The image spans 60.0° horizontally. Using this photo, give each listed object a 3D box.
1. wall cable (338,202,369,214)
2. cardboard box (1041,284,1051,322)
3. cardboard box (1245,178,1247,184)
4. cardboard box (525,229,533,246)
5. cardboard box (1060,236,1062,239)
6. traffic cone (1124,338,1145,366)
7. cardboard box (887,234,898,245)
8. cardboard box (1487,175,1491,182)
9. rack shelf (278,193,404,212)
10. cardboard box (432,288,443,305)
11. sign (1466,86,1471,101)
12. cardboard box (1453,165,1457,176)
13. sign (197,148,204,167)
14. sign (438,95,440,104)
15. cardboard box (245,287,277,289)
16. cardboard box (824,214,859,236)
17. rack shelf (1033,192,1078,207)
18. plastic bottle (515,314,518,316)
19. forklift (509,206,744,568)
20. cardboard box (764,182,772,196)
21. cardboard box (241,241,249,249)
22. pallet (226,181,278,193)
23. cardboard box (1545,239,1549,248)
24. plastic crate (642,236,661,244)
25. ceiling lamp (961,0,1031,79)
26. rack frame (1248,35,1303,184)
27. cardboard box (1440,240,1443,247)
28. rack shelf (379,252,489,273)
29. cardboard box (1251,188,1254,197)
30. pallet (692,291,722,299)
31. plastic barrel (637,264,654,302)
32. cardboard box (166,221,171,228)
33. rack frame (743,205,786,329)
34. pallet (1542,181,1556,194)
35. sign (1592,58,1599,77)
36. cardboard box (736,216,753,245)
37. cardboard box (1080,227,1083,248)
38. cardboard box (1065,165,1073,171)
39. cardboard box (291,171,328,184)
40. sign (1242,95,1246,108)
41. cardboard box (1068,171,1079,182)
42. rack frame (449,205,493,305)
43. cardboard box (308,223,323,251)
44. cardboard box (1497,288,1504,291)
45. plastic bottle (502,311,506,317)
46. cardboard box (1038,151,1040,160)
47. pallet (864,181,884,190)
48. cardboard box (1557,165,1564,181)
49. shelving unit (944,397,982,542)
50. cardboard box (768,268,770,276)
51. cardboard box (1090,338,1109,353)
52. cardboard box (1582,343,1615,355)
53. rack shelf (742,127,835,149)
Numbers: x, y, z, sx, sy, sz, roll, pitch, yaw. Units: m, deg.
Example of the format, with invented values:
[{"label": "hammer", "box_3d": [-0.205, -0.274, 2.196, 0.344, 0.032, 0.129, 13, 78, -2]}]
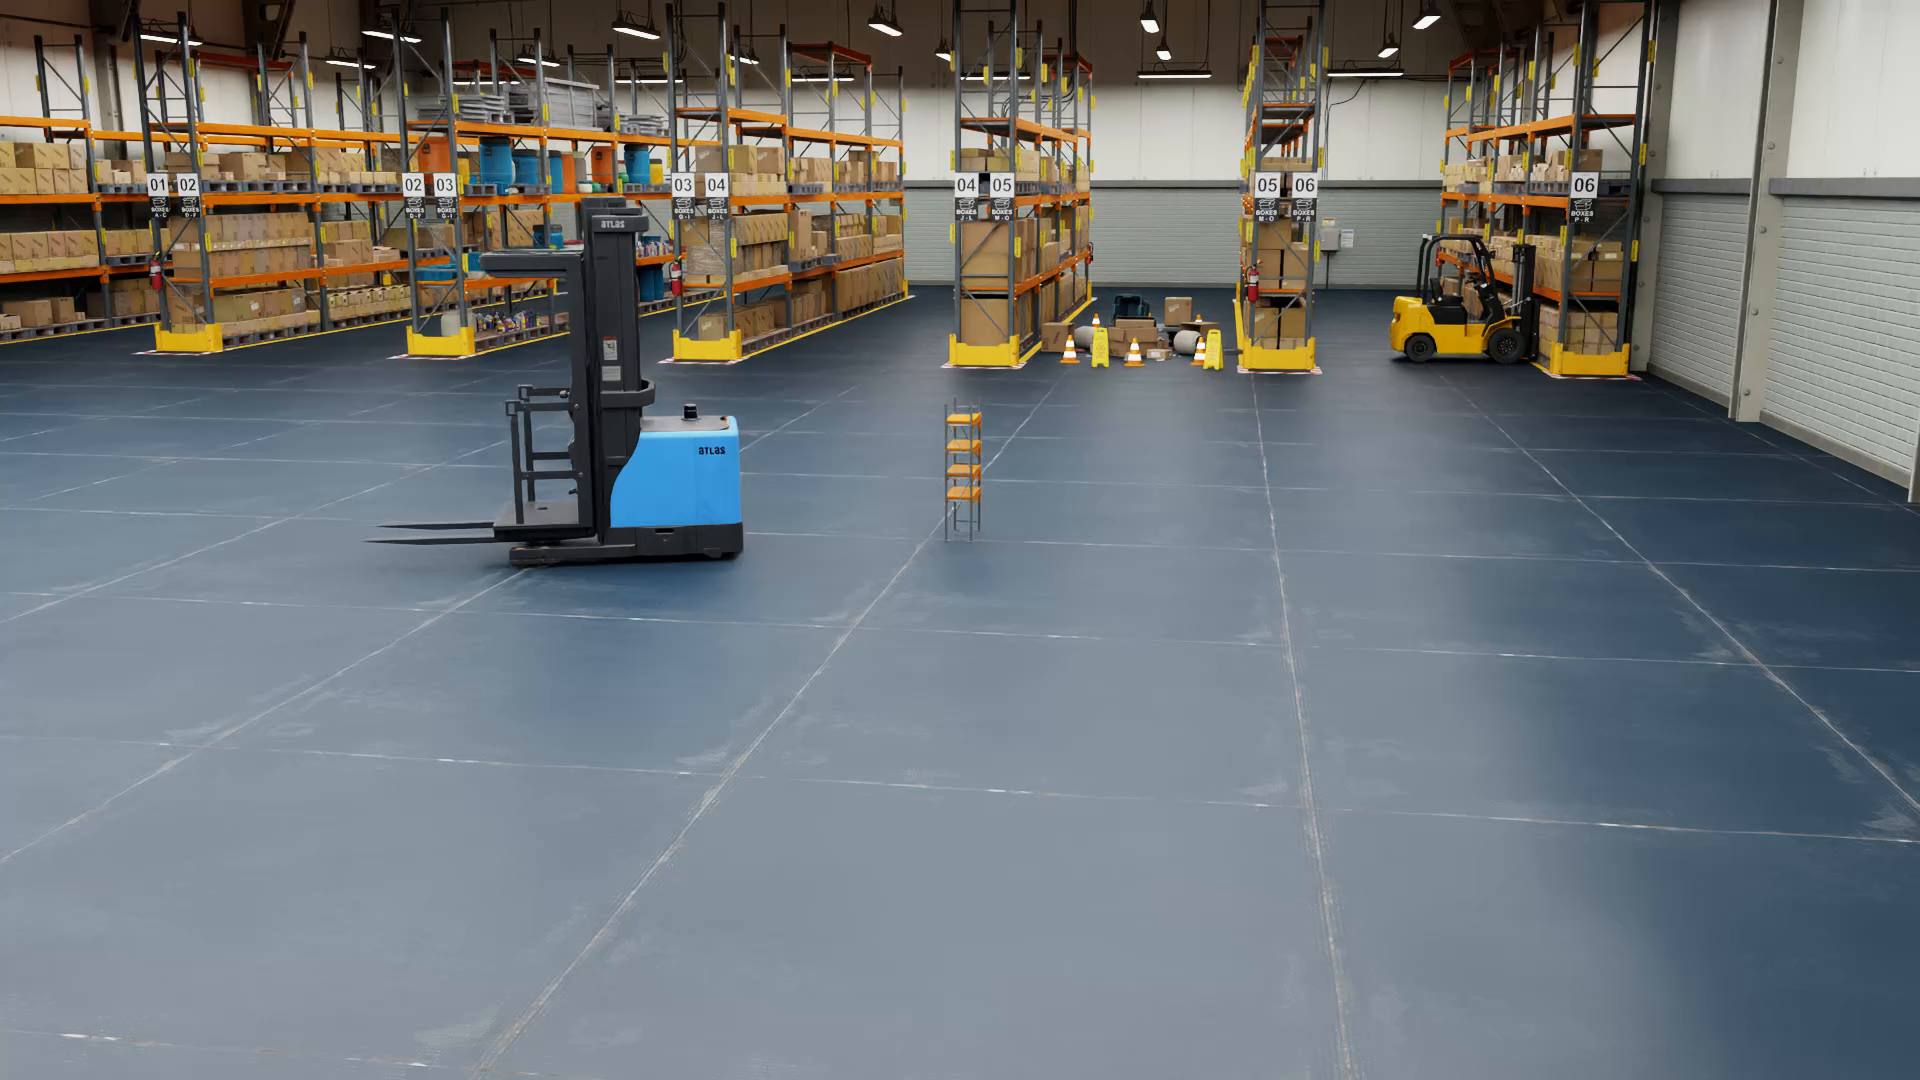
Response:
[{"label": "wall cable", "box_3d": [-17.428, -9.268, 47.967, 0.084, 1.984, 1.851, 2, 12, 9]}, {"label": "cardboard box", "box_3d": [1.335, -4.945, 34.663, 1.050, 0.750, 0.750, 2, 12, 10]}, {"label": "cardboard box", "box_3d": [6.519, -7.939, 35.858, 0.700, 0.500, 0.500, 1, 12, 6]}, {"label": "cardboard box", "box_3d": [-11.753, -8.050, 44.487, 0.500, 0.500, 0.500, 2, 12, 9]}, {"label": "cardboard box", "box_3d": [2.073, -6.827, 37.241, 0.380, 0.149, 0.250, 2, 12, 11]}, {"label": "traffic cone", "box_3d": [2.967, -3.197, 28.231, 0.336, 0.463, 0.334, 2, 12, 9]}, {"label": "cardboard box", "box_3d": [-1.898, -7.850, 43.448, 0.500, 0.250, 0.500, 2, 12, 8]}, {"label": "cardboard box", "box_3d": [11.397, -7.676, 35.281, 0.380, 0.149, 0.250, 2, 12, 9]}, {"label": "rack shelf", "box_3d": [-13.333, -7.347, 36.054, 1.077, 0.370, 4.000, 2, 12, 9]}, {"label": "cardboard box", "box_3d": [-12.598, -5.837, 39.347, 0.500, 0.500, 0.500, 1, 12, 7]}, {"label": "sign", "box_3d": [11.542, -10.128, 37.725, 0.100, 0.325, 0.005, 2, 12, 9]}, {"label": "cardboard box", "box_3d": [12.145, -8.893, 39.984, 0.500, 0.250, 0.500, 2, 12, 10]}, {"label": "sign", "box_3d": [-13.708, -6.897, 29.993, 0.100, 0.325, 0.005, 2, 12, 9]}, {"label": "sign", "box_3d": [-12.943, -10.931, 41.451, 0.100, 0.325, 0.005, 2, 12, 9]}, {"label": "cardboard box", "box_3d": [-14.090, -4.853, 33.644, 0.500, 0.500, 0.500, 2, 12, 9]}, {"label": "cardboard box", "box_3d": [-2.829, -7.424, 39.202, 0.797, 0.503, 0.637, 2, 12, 9]}, {"label": "rack shelf", "box_3d": [1.956, -7.677, 37.582, 1.077, 0.370, 4.000, 2, 12, 9]}, {"label": "plastic bottle", "box_3d": [-8.740, -4.355, 33.002, 0.152, 0.276, 0.135, 2, 12, 9]}, {"label": "forklift", "box_3d": [-2.818, -1.311, 13.772, 1.939, 2.867, 1.129, -2, 12, -9]}, {"label": "cardboard box", "box_3d": [-3.828, -6.570, 31.094, 0.500, 0.250, 0.500, 2, 12, 8]}, {"label": "cardboard box", "box_3d": [-13.825, -5.639, 31.764, 0.380, 0.149, 0.250, 1, 12, 7]}, {"label": "pallet", "box_3d": [-13.936, -6.808, 32.053, 1.003, 0.211, 1.213, 2, 12, 9]}, {"label": "cardboard box", "box_3d": [10.174, -5.043, 28.289, 0.380, 0.149, 0.250, 2, 12, 10]}, {"label": "plastic crate", "box_3d": [-7.781, -7.450, 41.839, 0.392, 0.384, 0.575, 2, 12, 9]}, {"label": "ceiling lamp", "box_3d": [0.911, -14.255, 45.425, 2.000, 3.185, 0.800, 2, 12, 9]}, {"label": "rack frame", "box_3d": [6.555, -8.939, 34.612, 1.000, 3.000, 0.127, 2, 12, 9]}, {"label": "cardboard box", "box_3d": [12.354, -7.498, 41.815, 0.500, 0.250, 0.500, 2, 12, 9]}, {"label": "rack shelf", "box_3d": [-12.717, -6.714, 40.234, 1.077, 0.370, 4.000, 2, 12, 9]}, {"label": "cardboard box", "box_3d": [5.295, -6.089, 29.104, 0.380, 0.149, 0.250, 2, 12, 8]}, {"label": "pallet", "box_3d": [-7.066, -6.620, 44.709, 1.003, 0.211, 1.213, 2, 12, 9]}, {"label": "plastic barrel", "box_3d": [-7.725, -6.240, 40.312, 0.600, 0.901, 0.708, 2, 12, 9]}, {"label": "cardboard box", "box_3d": [-17.979, -7.250, 38.192, 0.380, 0.149, 0.250, 0, 12, -1]}, {"label": "rack frame", "box_3d": [-3.849, -5.495, 32.869, 0.949, 2.616, 0.053, 2, 12, 9]}, {"label": "pallet", "box_3d": [10.549, -6.005, 28.328, 1.003, 0.211, 1.213, 2, 12, 9]}, {"label": "sign", "box_3d": [11.390, -8.457, 29.783, 0.100, 0.325, 0.005, 2, 12, 9]}, {"label": "cardboard box", "box_3d": [-4.030, -5.555, 29.831, 0.500, 0.500, 0.500, 2, 12, 9]}, {"label": "cardboard box", "box_3d": [2.771, -7.474, 41.113, 0.500, 0.500, 0.500, 2, 12, 7]}, {"label": "cardboard box", "box_3d": [2.547, -8.863, 39.604, 0.380, 0.149, 0.250, 2, 12, 8]}, {"label": "cardboard box", "box_3d": [-13.536, -7.543, 34.612, 0.500, 0.250, 0.500, 3, 13, 15]}, {"label": "sign", "box_3d": [7.238, -11.158, 42.313, 0.100, 0.325, 0.005, 2, 12, 9]}, {"label": "cardboard box", "box_3d": [2.574, -8.708, 39.830, 0.500, 0.250, 0.500, 2, 12, 11]}, {"label": "rack frame", "box_3d": [-12.410, -7.482, 42.090, 1.000, 3.000, 0.127, 2, 12, 9]}, {"label": "cardboard box", "box_3d": [-17.206, -7.901, 43.321, 0.980, 0.700, 0.700, 2, 12, 10]}, {"label": "cardboard box", "box_3d": [11.286, -5.258, 35.167, 0.380, 0.149, 0.250, 1, 12, 6]}, {"label": "plastic bottle", "box_3d": [-9.229, -4.484, 33.614, 0.097, 0.271, 0.097, 0, 12, 0]}, {"label": "cardboard box", "box_3d": [1.292, -7.214, 31.197, 0.380, 0.149, 0.250, 2, 12, 8]}, {"label": "pallet", "box_3d": [-2.486, -8.753, 41.079, 1.003, 0.211, 1.213, 2, 12, 9]}, {"label": "cardboard box", "box_3d": [10.096, -6.071, 27.508, 0.396, 0.266, 0.258, 2, 12, 9]}, {"label": "shelving unit", "box_3d": [0.025, -0.621, 14.527, 0.258, 1.200, 0.503, 2, 12, 9]}, {"label": "cardboard box", "box_3d": [-3.838, -5.112, 31.692, 0.380, 0.149, 0.250, 2, 12, 9]}, {"label": "cardboard box", "box_3d": [2.589, -3.559, 30.377, 0.396, 0.266, 0.258, 4, 13, 18]}, {"label": "cardboard box", "box_3d": [10.498, -3.138, 27.464, 0.500, 0.250, 0.500, 2, 12, 9]}, {"label": "rack shelf", "box_3d": [-3.545, -8.297, 34.288, 1.077, 0.370, 4.000, 2, 12, 9]}]
